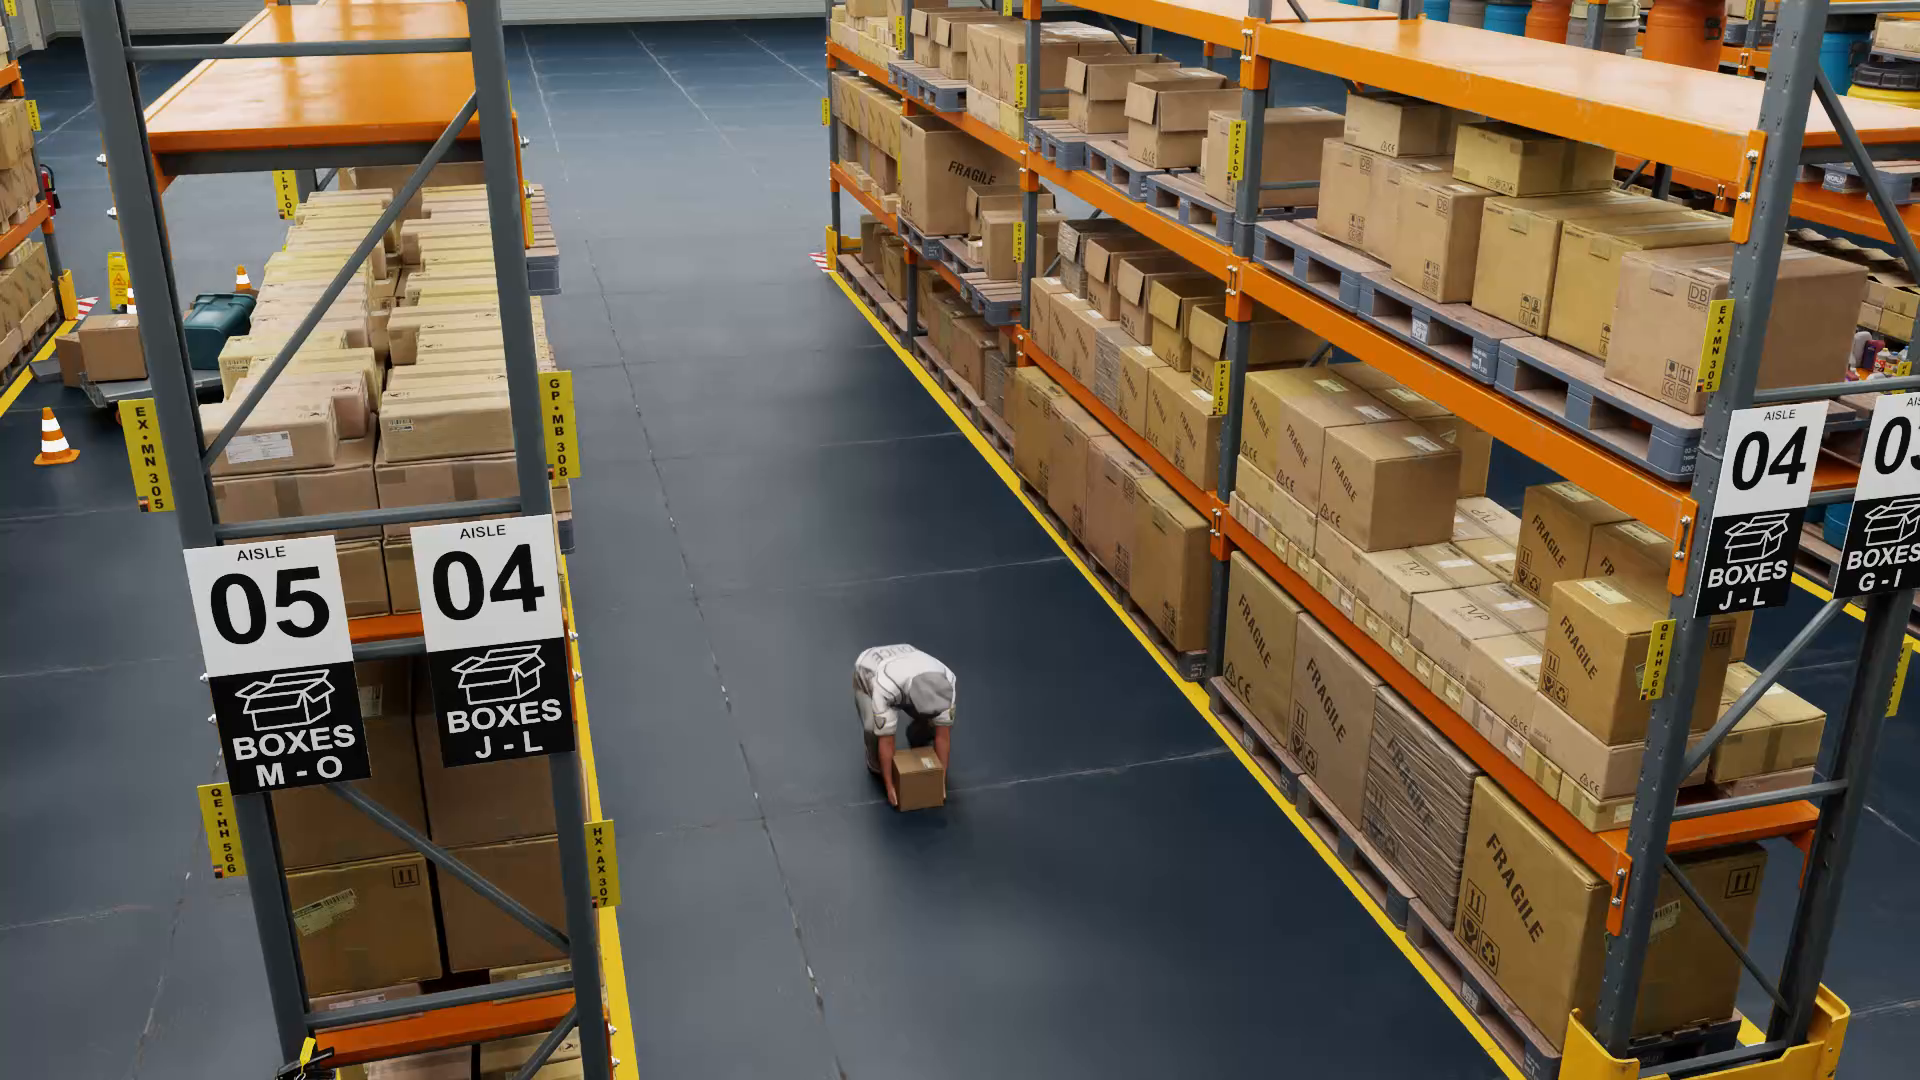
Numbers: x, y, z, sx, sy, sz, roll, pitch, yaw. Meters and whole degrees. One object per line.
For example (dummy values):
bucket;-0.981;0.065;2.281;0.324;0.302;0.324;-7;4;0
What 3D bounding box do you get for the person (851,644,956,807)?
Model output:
person;-0.308;1.004;9.561;0.532;0.884;0.998;-7;24;-15
